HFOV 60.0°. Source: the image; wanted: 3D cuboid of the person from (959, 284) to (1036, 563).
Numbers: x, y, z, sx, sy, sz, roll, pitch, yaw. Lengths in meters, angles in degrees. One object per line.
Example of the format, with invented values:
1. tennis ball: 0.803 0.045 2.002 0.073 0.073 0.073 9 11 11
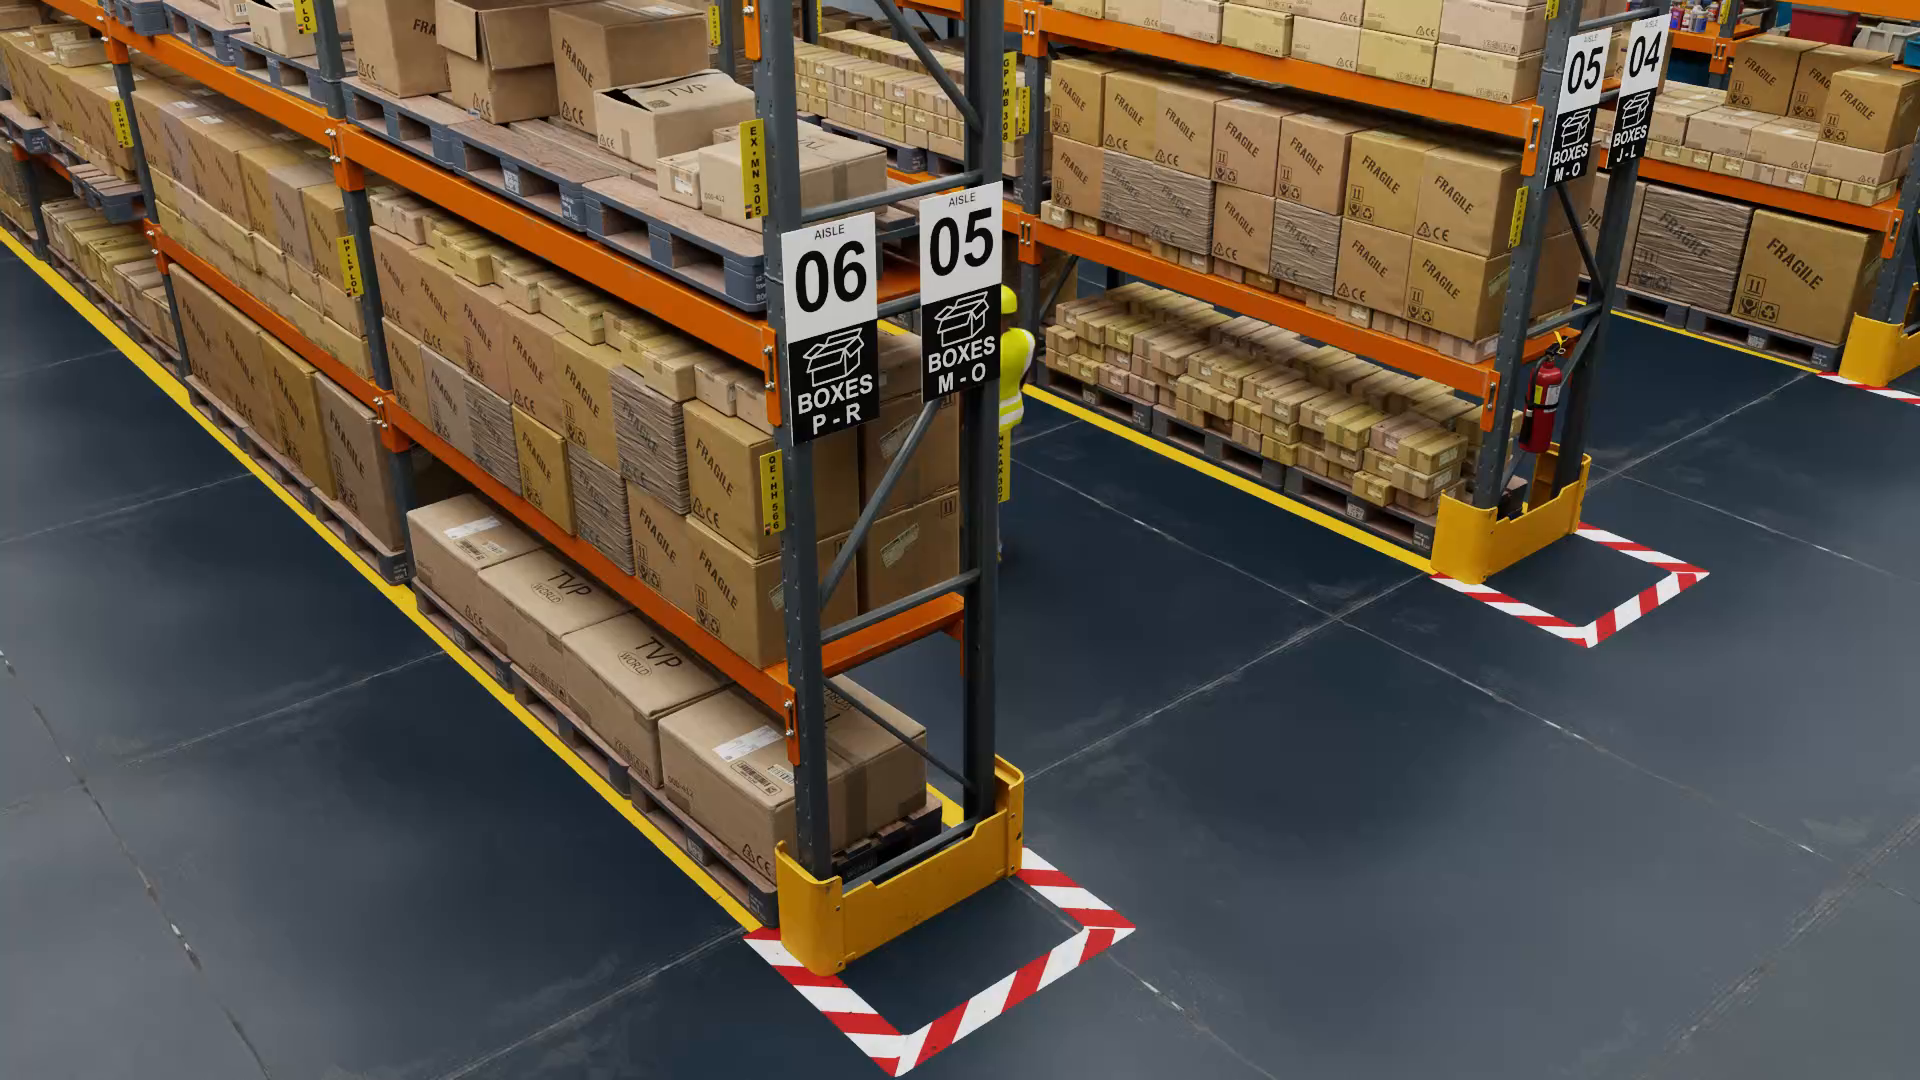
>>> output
1. person: 0.130 -0.699 10.002 0.593 1.814 0.595 -22 35 -35
